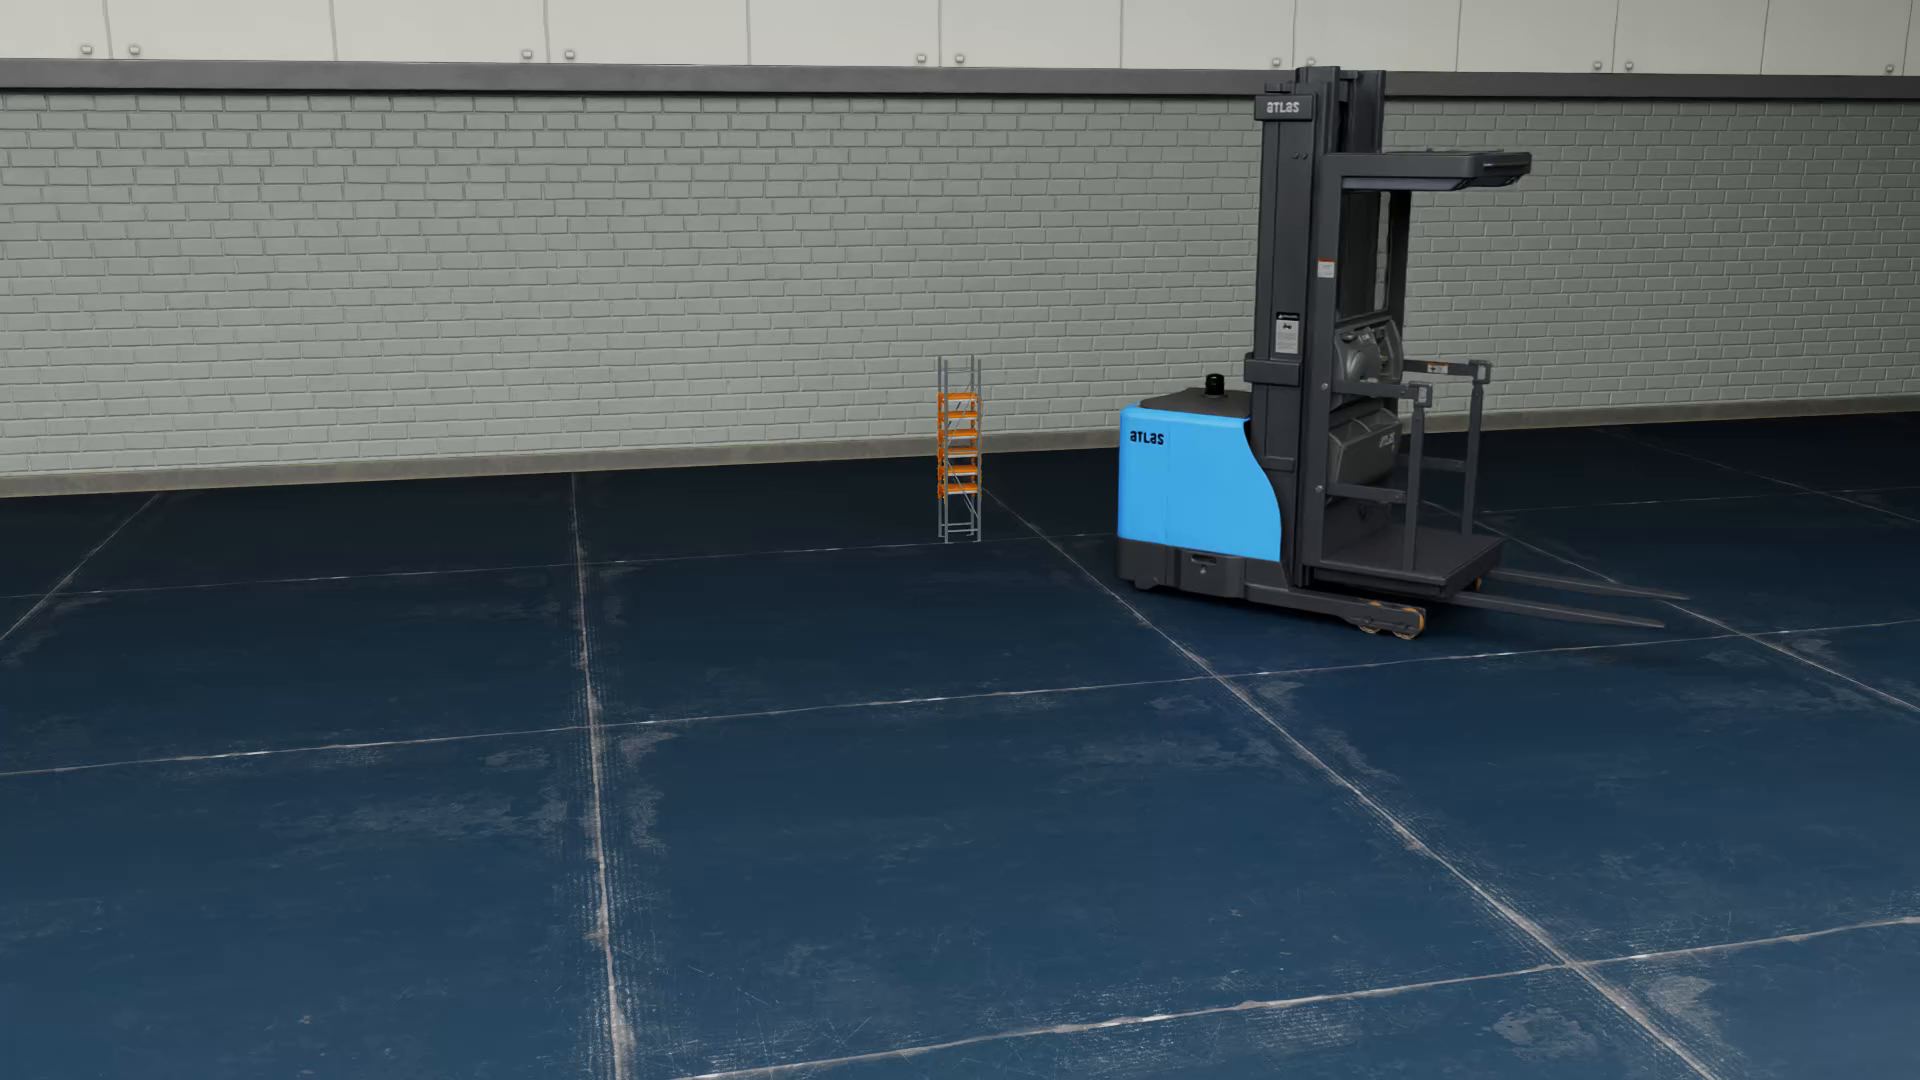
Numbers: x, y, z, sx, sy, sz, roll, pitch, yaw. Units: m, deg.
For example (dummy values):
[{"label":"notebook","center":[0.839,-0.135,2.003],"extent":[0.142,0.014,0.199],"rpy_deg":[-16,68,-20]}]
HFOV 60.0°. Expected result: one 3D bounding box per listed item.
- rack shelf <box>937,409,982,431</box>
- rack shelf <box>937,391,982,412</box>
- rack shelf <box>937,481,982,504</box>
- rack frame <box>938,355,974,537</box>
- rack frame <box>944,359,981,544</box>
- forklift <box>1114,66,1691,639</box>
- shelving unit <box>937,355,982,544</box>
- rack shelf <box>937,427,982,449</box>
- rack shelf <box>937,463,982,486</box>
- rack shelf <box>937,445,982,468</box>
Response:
[{"label":"rack shelf","center":[-0.003,-0.776,10.752],"extent":[0.258,0.103,0.180],"rpy_deg":[-3,14,-13]},{"label":"rack shelf","center":[-0.003,-0.893,10.723],"extent":[0.258,0.103,0.180],"rpy_deg":[-3,14,-13]},{"label":"rack shelf","center":[-0.003,-0.310,10.866],"extent":[0.258,0.103,0.180],"rpy_deg":[-3,14,-13]},{"label":"rack frame","center":[-0.025,-0.607,10.885],"extent":[0.240,1.200,0.006],"rpy_deg":[-3,14,-13]},{"label":"rack frame","center":[0.018,-0.565,10.712],"extent":[0.240,1.200,0.006],"rpy_deg":[-3,14,-13]},{"label":"forklift","center":[2.412,-1.043,9.020],"extent":[3.031,2.935,1.130],"rpy_deg":[9,16,33]},{"label":"shelving unit","center":[-0.003,-0.586,10.798],"extent":[0.258,1.200,0.189],"rpy_deg":[-3,14,-13]},{"label":"rack shelf","center":[-0.003,-0.660,10.780],"extent":[0.258,0.103,0.180],"rpy_deg":[-3,14,-13]},{"label":"rack shelf","center":[-0.003,-0.426,10.837],"extent":[0.258,0.103,0.180],"rpy_deg":[-3,14,-13]},{"label":"rack shelf","center":[-0.003,-0.543,10.809],"extent":[0.258,0.103,0.180],"rpy_deg":[-3,14,-13]}]
